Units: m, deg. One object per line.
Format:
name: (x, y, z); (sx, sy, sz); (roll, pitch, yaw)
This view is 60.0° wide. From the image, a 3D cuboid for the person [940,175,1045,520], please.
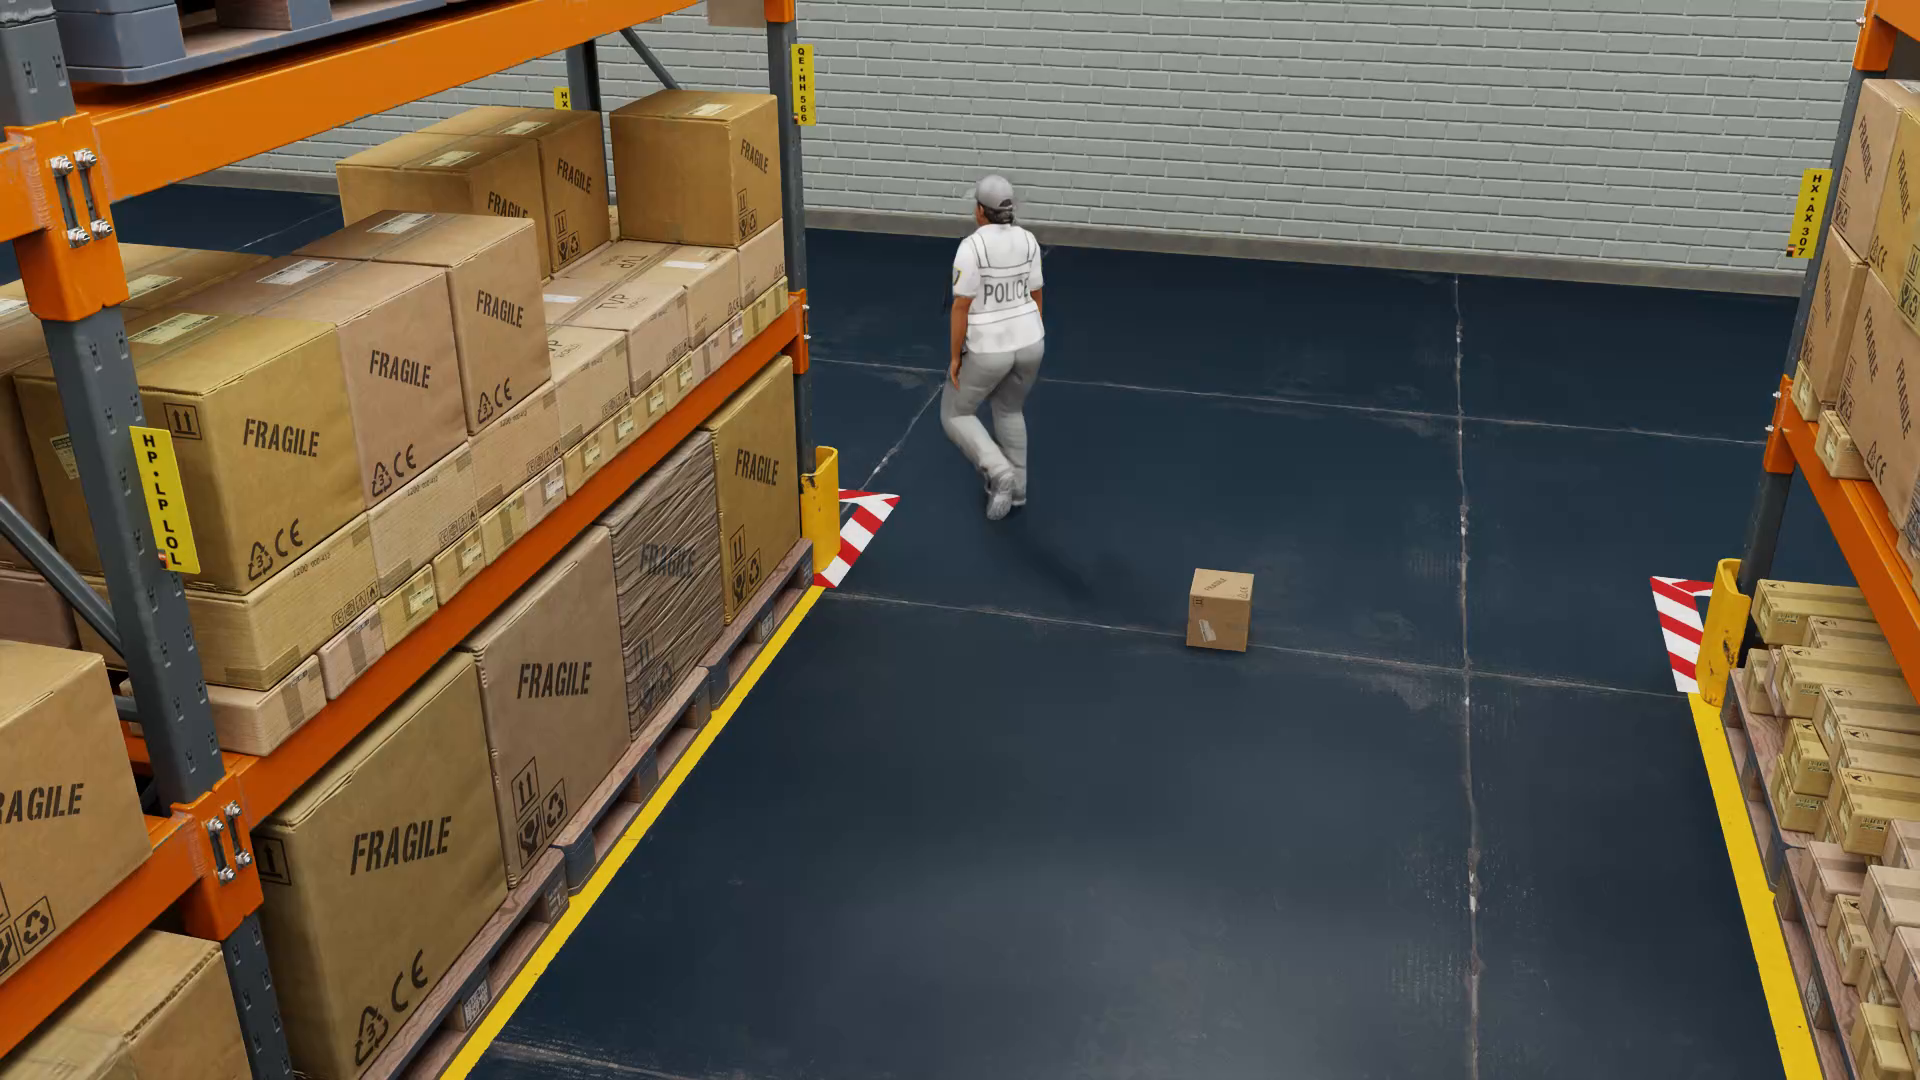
person: (0.183, -0.903, 7.960); (0.529, 1.648, 0.515); (-16, 30, -30)
